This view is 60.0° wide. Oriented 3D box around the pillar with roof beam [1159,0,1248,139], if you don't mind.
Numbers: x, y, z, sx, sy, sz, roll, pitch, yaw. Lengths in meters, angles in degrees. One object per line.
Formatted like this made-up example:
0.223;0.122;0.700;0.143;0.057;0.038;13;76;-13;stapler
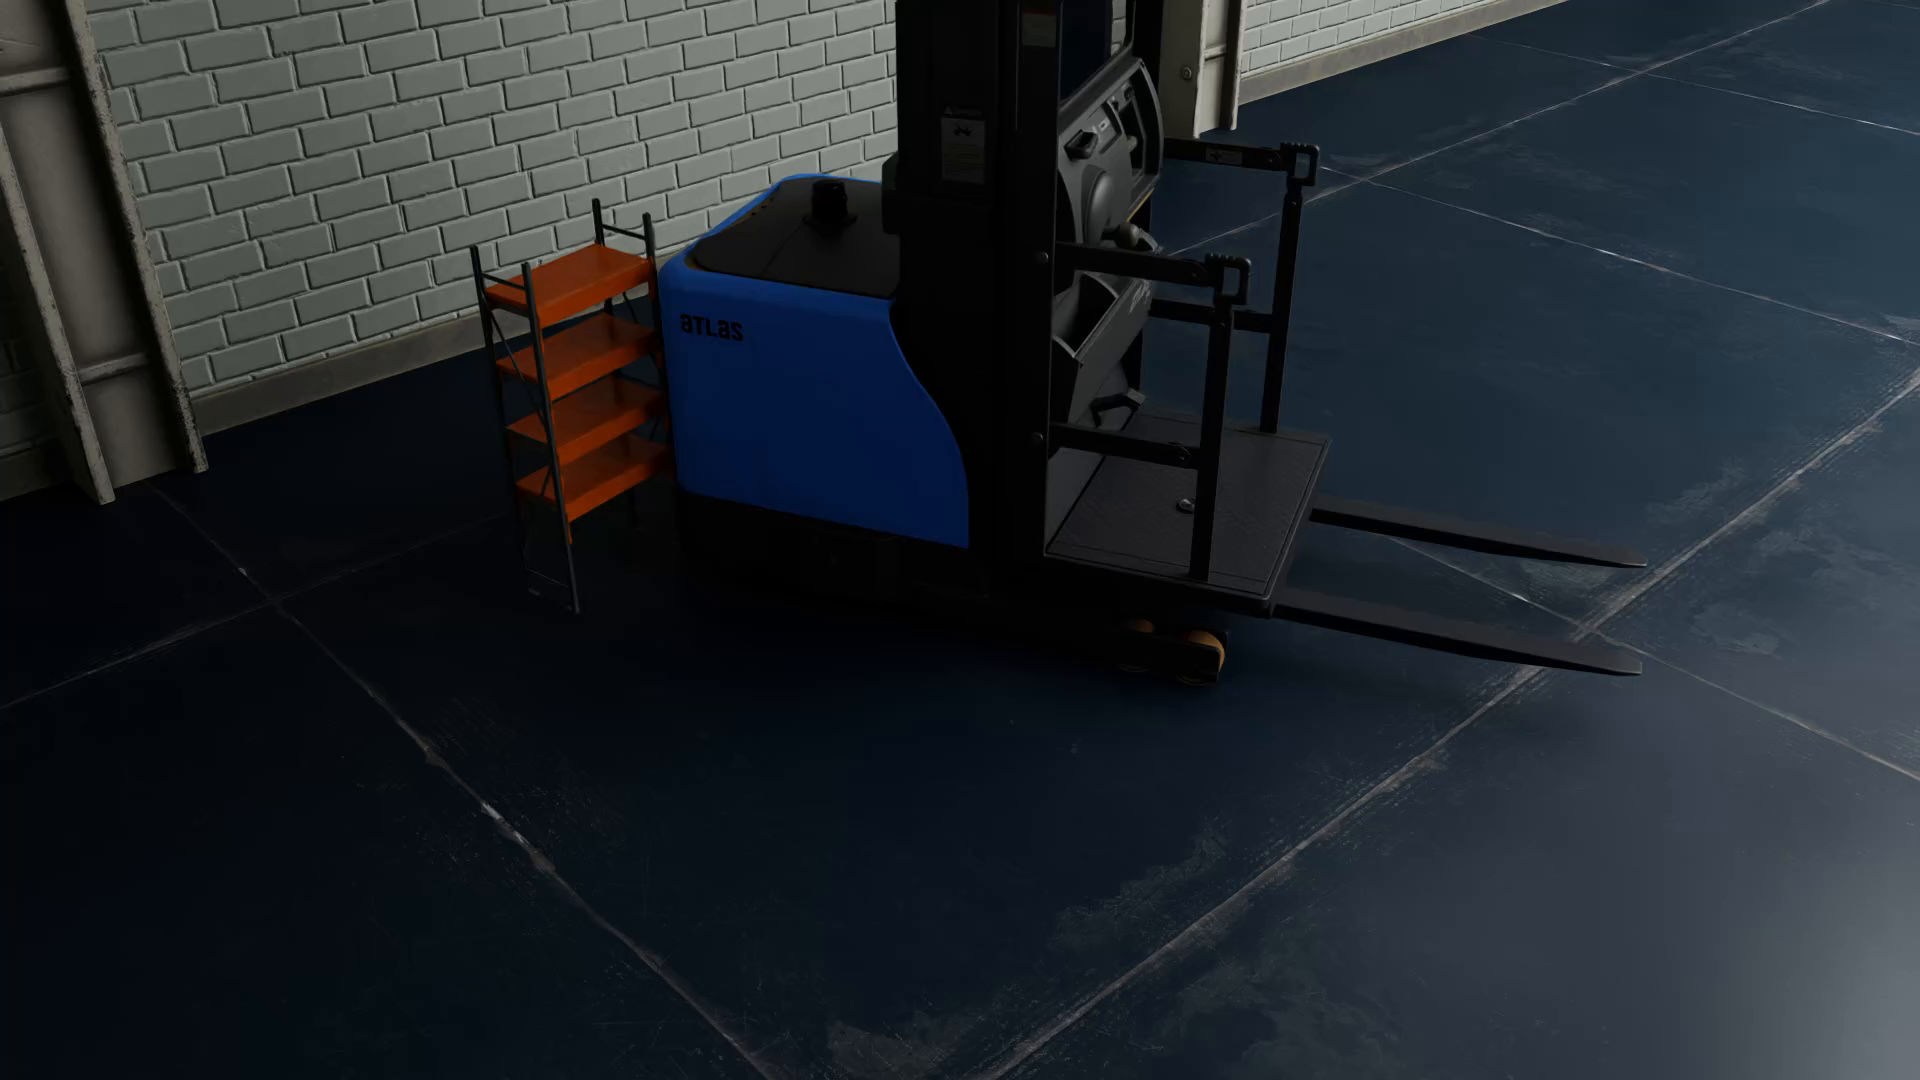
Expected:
4.287;-4.573;4.603;0.400;9.000;9.100;-26;40;-35;pillar with roof beam

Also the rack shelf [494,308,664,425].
-1.189;-0.548;5.197;0.258;0.148;0.480;20;37;29;rack shelf

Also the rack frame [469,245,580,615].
-1.329;-0.311;5.108;0.240;1.200;0.015;20;37;29;rack frame

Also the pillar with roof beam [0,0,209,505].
-0.113;-2.445;1.123;0.400;9.000;9.100;-26;40;-35;pillar with roof beam

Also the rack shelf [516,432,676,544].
-1.188;-0.188;5.417;0.258;0.148;0.480;20;37;29;rack shelf

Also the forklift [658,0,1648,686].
0.630;-1.123;4.777;3.031;2.935;1.130;11;33;18;forklift

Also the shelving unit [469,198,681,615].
-1.188;-0.415;5.278;0.258;1.200;0.503;20;37;29;shelving unit

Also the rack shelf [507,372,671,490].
-1.188;-0.357;5.313;0.258;0.148;0.480;20;37;29;rack shelf

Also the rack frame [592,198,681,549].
-1.048;-0.519;5.448;0.240;1.200;0.015;20;37;29;rack frame

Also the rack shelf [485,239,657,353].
-1.189;-0.750;5.073;0.258;0.148;0.480;20;37;29;rack shelf
